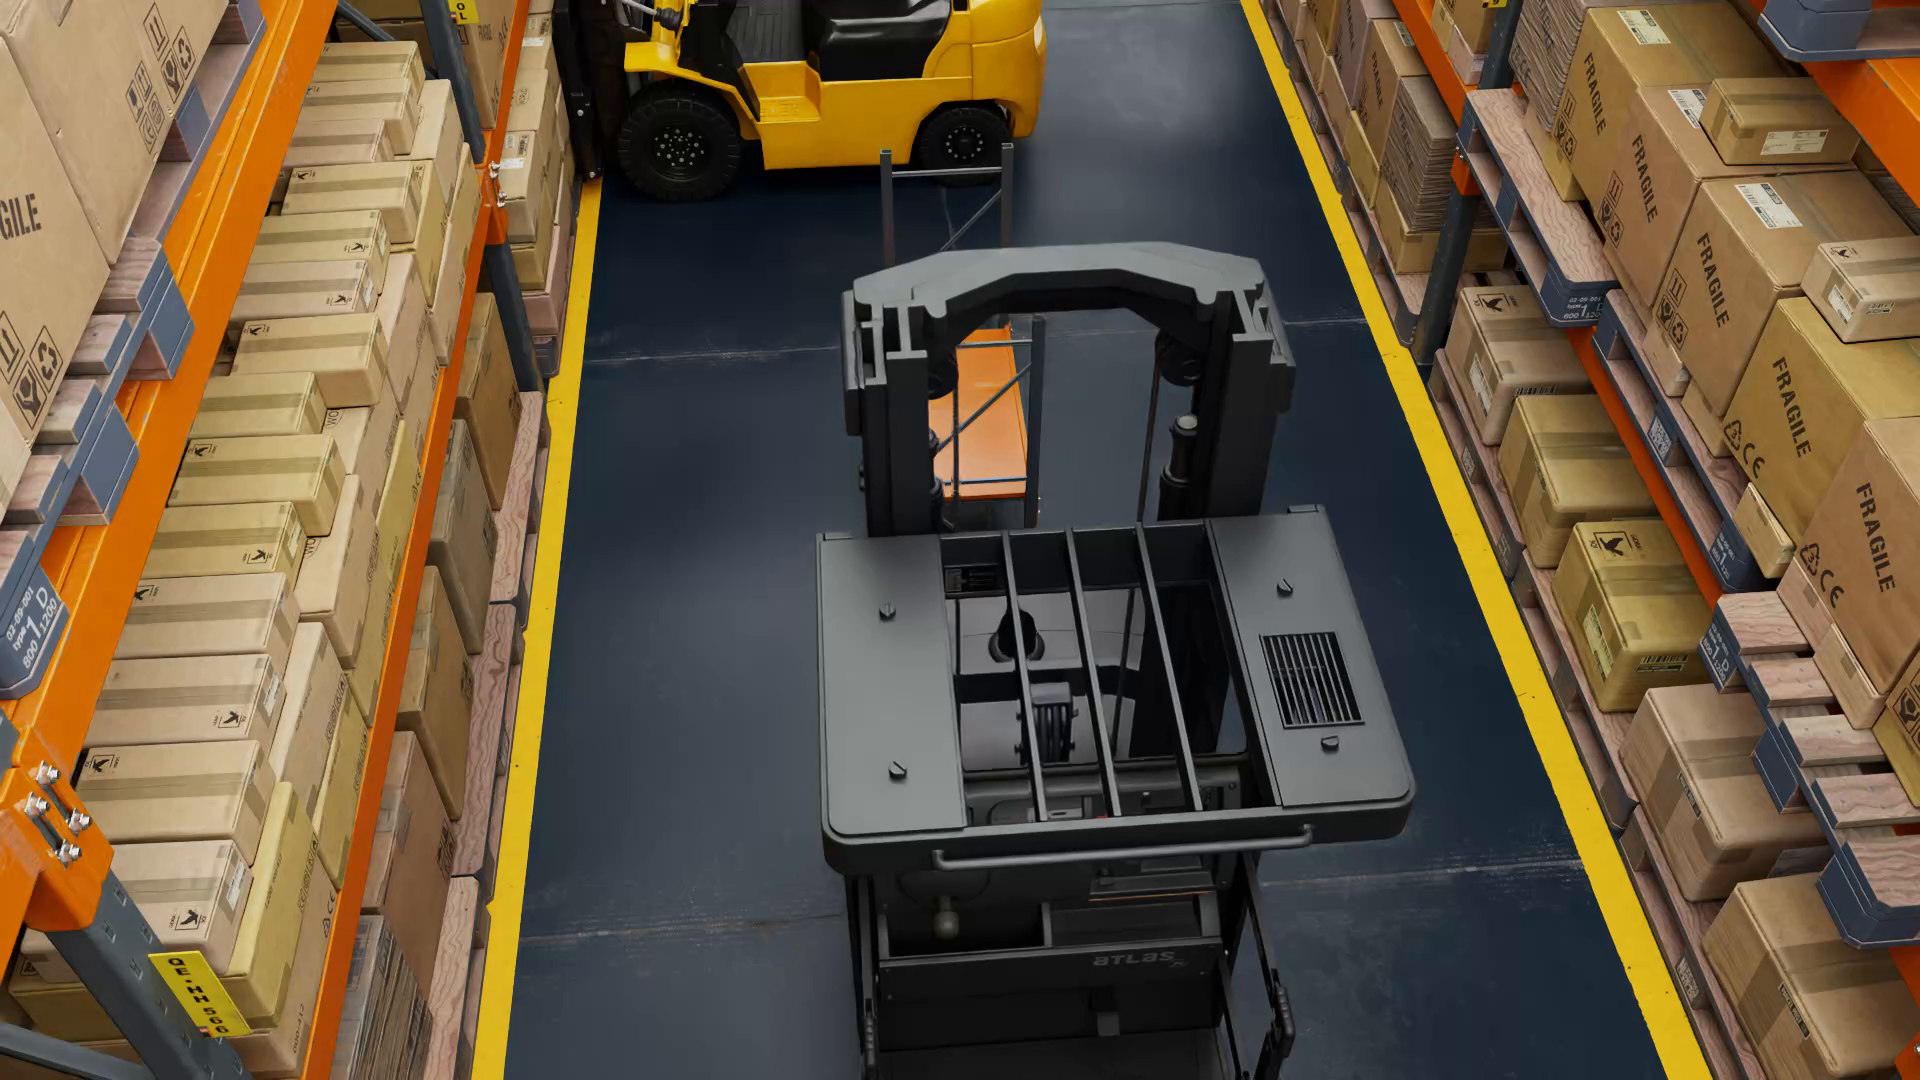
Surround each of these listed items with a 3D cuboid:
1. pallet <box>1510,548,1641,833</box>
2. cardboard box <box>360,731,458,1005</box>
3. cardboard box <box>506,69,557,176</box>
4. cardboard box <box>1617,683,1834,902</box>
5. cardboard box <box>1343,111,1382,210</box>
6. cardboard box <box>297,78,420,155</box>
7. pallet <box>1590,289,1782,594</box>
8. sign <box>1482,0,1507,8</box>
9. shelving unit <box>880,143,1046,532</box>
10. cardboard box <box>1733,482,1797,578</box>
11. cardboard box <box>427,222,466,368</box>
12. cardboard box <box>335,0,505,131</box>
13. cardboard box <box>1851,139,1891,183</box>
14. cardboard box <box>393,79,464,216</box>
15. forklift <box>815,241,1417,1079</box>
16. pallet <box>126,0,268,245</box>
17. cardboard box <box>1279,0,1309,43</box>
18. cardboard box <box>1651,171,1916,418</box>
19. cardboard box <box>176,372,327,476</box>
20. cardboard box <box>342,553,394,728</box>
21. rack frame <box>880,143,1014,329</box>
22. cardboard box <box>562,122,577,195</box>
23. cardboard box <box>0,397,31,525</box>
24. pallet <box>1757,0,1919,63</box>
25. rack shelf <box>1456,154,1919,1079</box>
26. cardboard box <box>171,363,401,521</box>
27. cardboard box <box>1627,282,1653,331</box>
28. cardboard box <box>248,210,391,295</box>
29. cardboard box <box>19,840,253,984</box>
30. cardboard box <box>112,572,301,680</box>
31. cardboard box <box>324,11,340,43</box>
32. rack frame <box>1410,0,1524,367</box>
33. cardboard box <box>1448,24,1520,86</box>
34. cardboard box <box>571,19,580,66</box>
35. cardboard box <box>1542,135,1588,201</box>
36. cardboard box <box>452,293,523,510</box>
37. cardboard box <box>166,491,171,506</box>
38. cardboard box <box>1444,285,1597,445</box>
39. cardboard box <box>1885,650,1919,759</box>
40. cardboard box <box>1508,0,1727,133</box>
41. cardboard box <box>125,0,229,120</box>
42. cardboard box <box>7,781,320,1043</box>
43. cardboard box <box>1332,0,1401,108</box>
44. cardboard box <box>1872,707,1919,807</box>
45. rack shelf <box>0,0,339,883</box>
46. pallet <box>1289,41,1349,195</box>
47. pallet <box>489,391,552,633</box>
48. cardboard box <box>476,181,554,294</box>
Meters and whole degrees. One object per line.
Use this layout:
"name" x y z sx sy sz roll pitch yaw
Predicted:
"pallet" 2.765 0.507 6.261 1.003 0.211 1.213 -3 47 -3
"cardboard box" -2.120 1.046 5.176 0.875 0.625 0.625 -2 47 -2
"cardboard box" -2.114 -1.878 7.515 0.500 0.250 0.500 -3 47 -3
"cardboard box" 2.820 0.810 5.574 0.950 0.372 0.625 -4 47 -4
"cardboard box" 2.221 -1.895 8.220 0.500 0.250 0.500 -5 47 -4
"cardboard box" -2.064 -1.434 5.663 0.380 0.149 0.250 -4 47 -4
"pallet" 2.721 -0.370 5.303 1.003 0.211 1.213 -3 47 -3
"sign" 2.053 -2.159 6.269 0.100 0.325 0.005 -3 47 -3
"shelving unit" -0.006 -0.571 6.394 0.587 1.500 1.083 -3 47 -3
"cardboard box" 2.455 -0.037 4.739 0.380 0.149 0.250 -3 47 -3
"cardboard box" -2.003 -0.832 5.712 0.500 0.250 0.500 -4 47 -4
"cardboard box" -2.130 -1.967 6.615 0.500 0.500 0.500 -5 47 -4
"cardboard box" 2.940 -1.128 5.326 0.500 0.500 0.500 -2 47 -2
"cardboard box" -2.057 -1.376 5.883 0.500 0.250 0.500 -4 47 -4
"forklift" 0.260 0.881 4.033 1.130 2.935 3.031 -3 47 -3
"pallet" -2.261 -0.963 3.796 1.003 0.211 1.213 -2 47 -1
"cardboard box" 2.085 -3.023 9.288 0.500 0.250 0.500 -2 47 -2
"cardboard box" 2.470 -0.733 4.951 0.500 0.500 0.500 -5 47 -5
"cardboard box" -1.988 -0.323 4.611 0.380 0.149 0.250 -3 47 -3
"cardboard box" -1.899 0.278 4.661 0.500 0.250 0.500 -5 47 -5
"rack frame" -0.050 -0.945 6.749 0.500 1.500 0.032 -3 47 -3
"cardboard box" -2.180 -1.902 8.226 0.500 0.250 0.500 -3 47 -3
"cardboard box" -1.745 -0.102 2.654 0.380 0.166 0.250 -4 47 -3
"pallet" 2.628 -1.664 4.460 1.213 0.211 1.003 -3 47 -3
"rack shelf" 2.760 -0.206 5.511 1.077 0.370 4.000 -3 47 -3
"cardboard box" -1.947 -0.268 4.833 0.500 0.250 0.500 -3 47 -3
"cardboard box" 2.435 -0.790 5.452 0.380 0.149 0.250 -3 47 -3
"cardboard box" -1.982 -0.878 5.136 0.380 0.149 0.250 -4 47 -4
"cardboard box" -1.752 0.792 3.554 0.380 0.149 0.250 -2 47 -2
"cardboard box" -1.857 0.227 4.090 0.380 0.149 0.250 -3 47 -3
"cardboard box" -2.660 -1.939 6.588 0.500 0.500 0.500 -4 47 -4
"rack frame" 2.593 -1.900 6.620 1.000 3.000 0.127 -3 47 -3
"cardboard box" 2.262 -2.028 6.914 0.380 0.149 0.250 -4 47 -4
"cardboard box" -2.202 -2.429 8.382 0.500 0.250 0.500 -4 47 -3
"cardboard box" 2.336 -1.358 5.990 0.380 0.149 0.250 -3 47 -2
"cardboard box" -2.298 -0.547 6.685 0.875 0.625 0.625 -2 47 -2
"cardboard box" -2.451 -0.227 4.794 0.500 0.250 0.500 -4 47 -4
"cardboard box" 2.639 -0.762 7.062 0.950 0.372 0.625 -3 47 -3
"cardboard box" 2.612 0.401 3.878 0.500 0.500 0.500 -5 47 -4
"cardboard box" 2.346 -1.824 5.986 0.500 0.500 0.500 -2 47 -2
"cardboard box" -1.921 -1.222 3.485 0.500 0.500 0.500 -2 47 -2
"cardboard box" -1.787 0.841 3.783 0.500 0.250 0.500 -4 47 -3
"cardboard box" 2.187 -2.506 8.282 0.500 0.500 0.500 -1 47 -1
"cardboard box" 2.571 0.524 4.209 0.380 0.149 0.250 -3 47 -3
"rack shelf" -2.186 -0.933 4.133 1.077 0.370 4.000 -3 47 -3
"pallet" 2.396 -2.310 8.929 1.003 0.211 1.213 -3 47 -3
"pallet" -2.253 -0.106 6.842 1.003 0.211 1.213 -3 47 -3
"cardboard box" -2.086 -1.335 7.345 0.500 0.250 0.500 -4 47 -3
